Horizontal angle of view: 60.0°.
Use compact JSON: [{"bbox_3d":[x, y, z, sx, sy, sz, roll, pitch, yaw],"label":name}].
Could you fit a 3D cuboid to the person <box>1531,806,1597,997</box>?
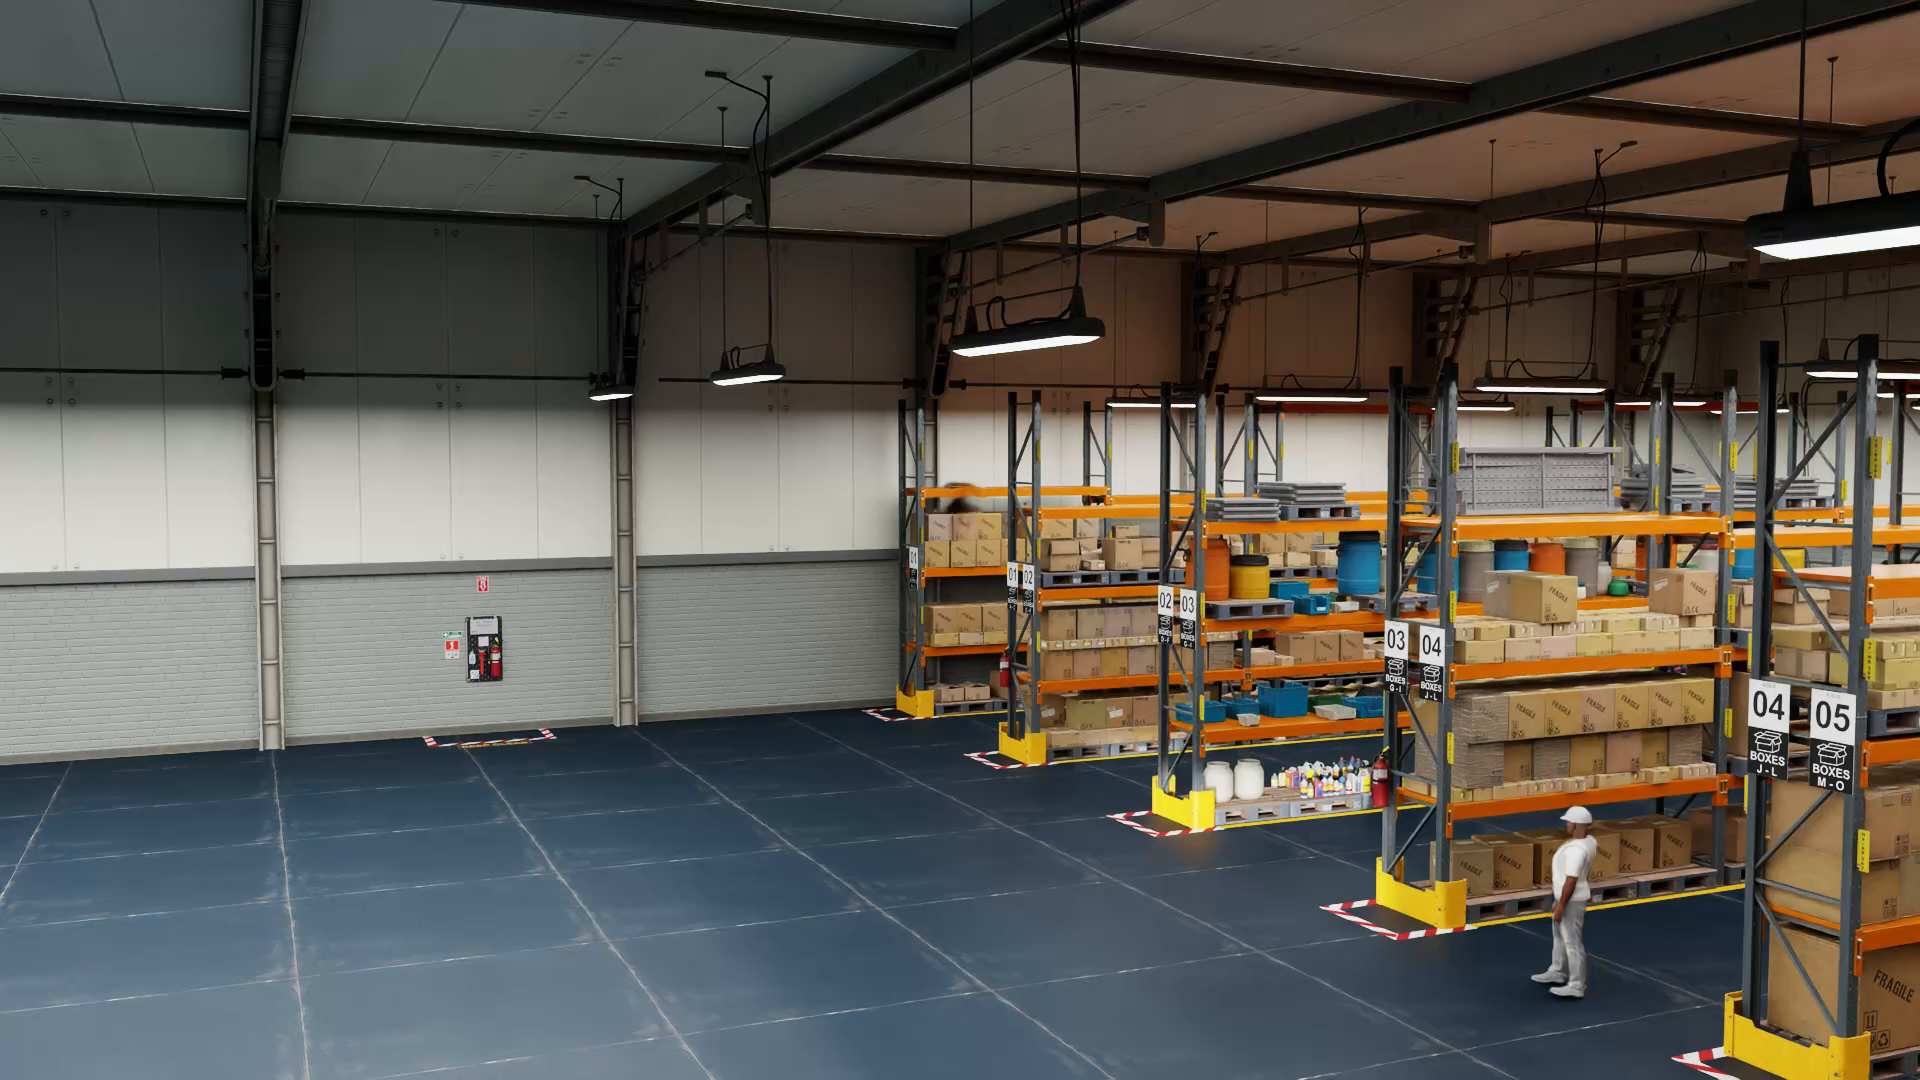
[{"bbox_3d":[5.690,3.358,15.617,0.549,1.756,0.652,1,3,11],"label":"person"}]
